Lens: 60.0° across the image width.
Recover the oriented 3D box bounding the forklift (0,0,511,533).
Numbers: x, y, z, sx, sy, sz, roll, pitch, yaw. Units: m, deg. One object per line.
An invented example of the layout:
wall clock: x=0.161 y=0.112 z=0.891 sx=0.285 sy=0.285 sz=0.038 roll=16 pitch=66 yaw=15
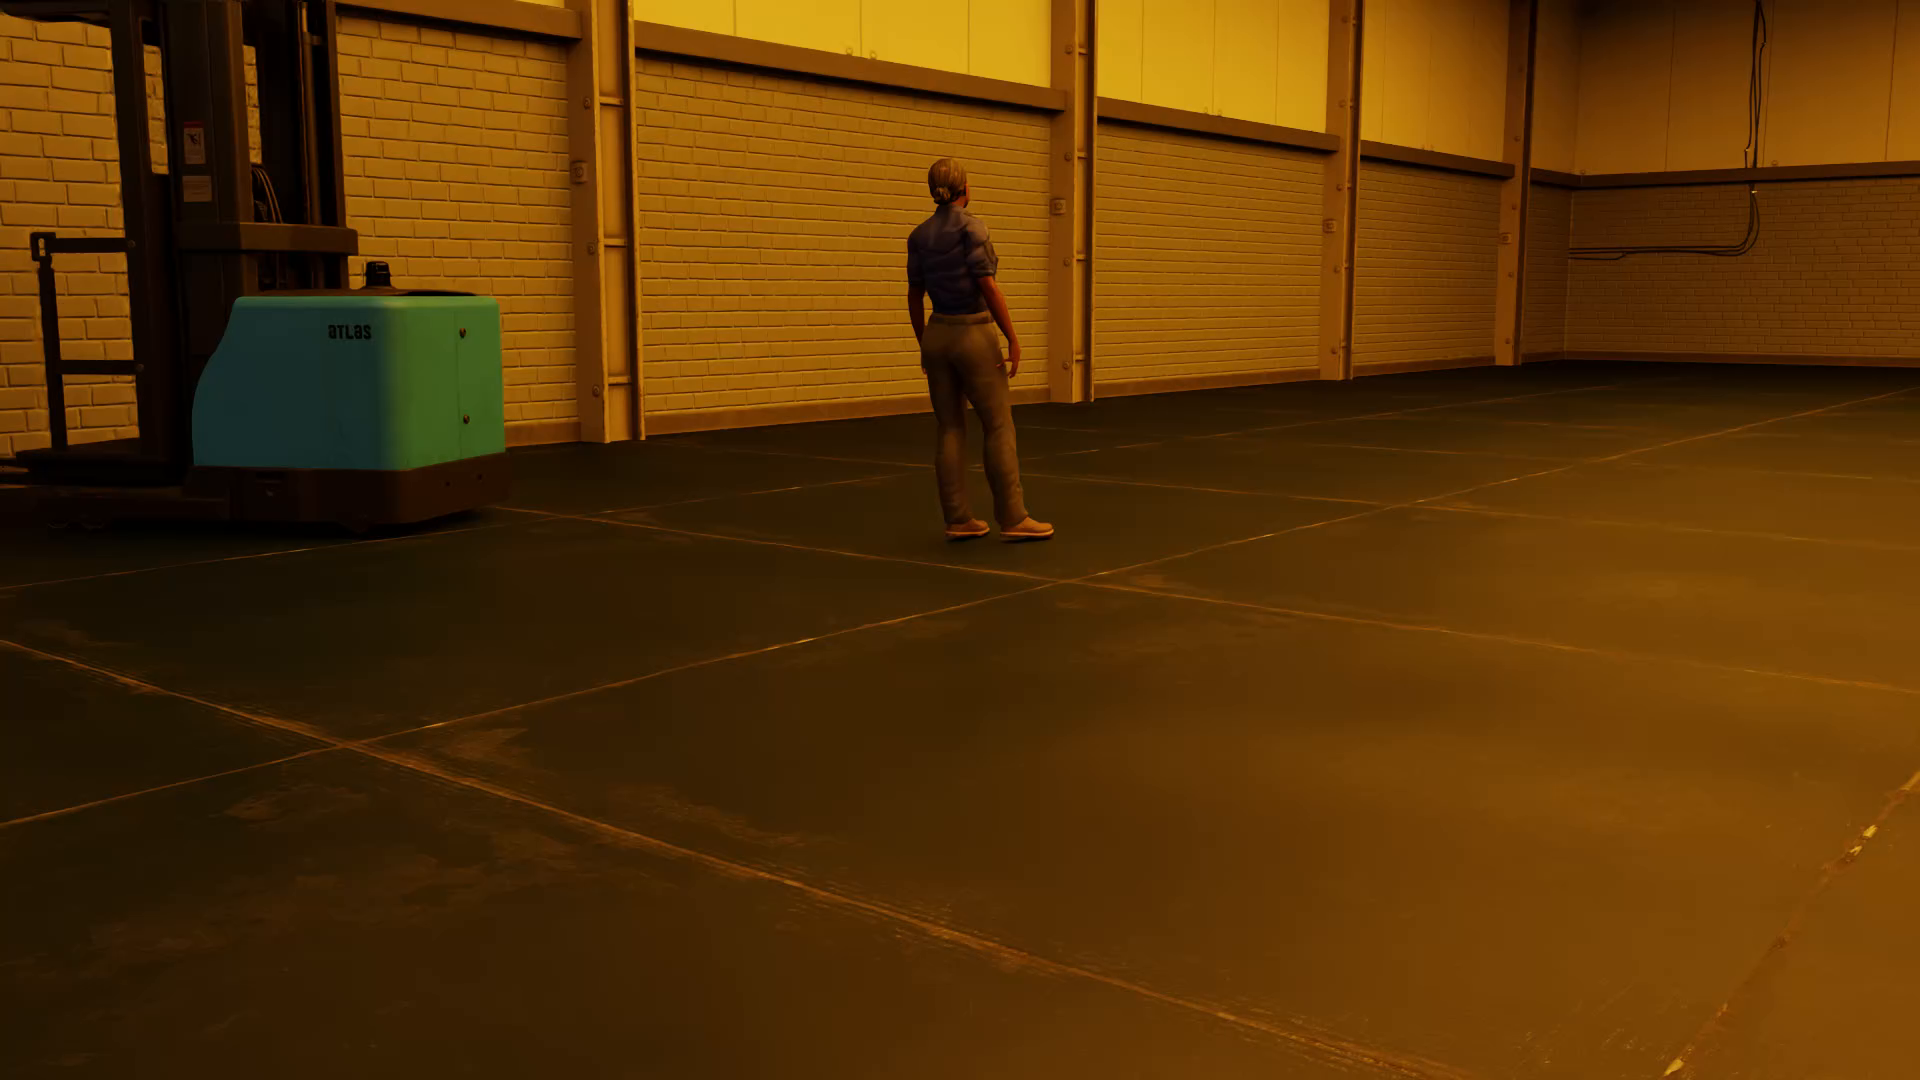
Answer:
forklift: x=-3.816 y=-1.567 z=7.990 sx=3.031 sy=2.935 sz=1.130 roll=2 pitch=9 yaw=13

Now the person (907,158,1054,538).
person: x=0.070 y=-0.834 z=7.340 sx=0.570 sy=1.656 sz=0.503 roll=7 pitch=11 yaw=38
